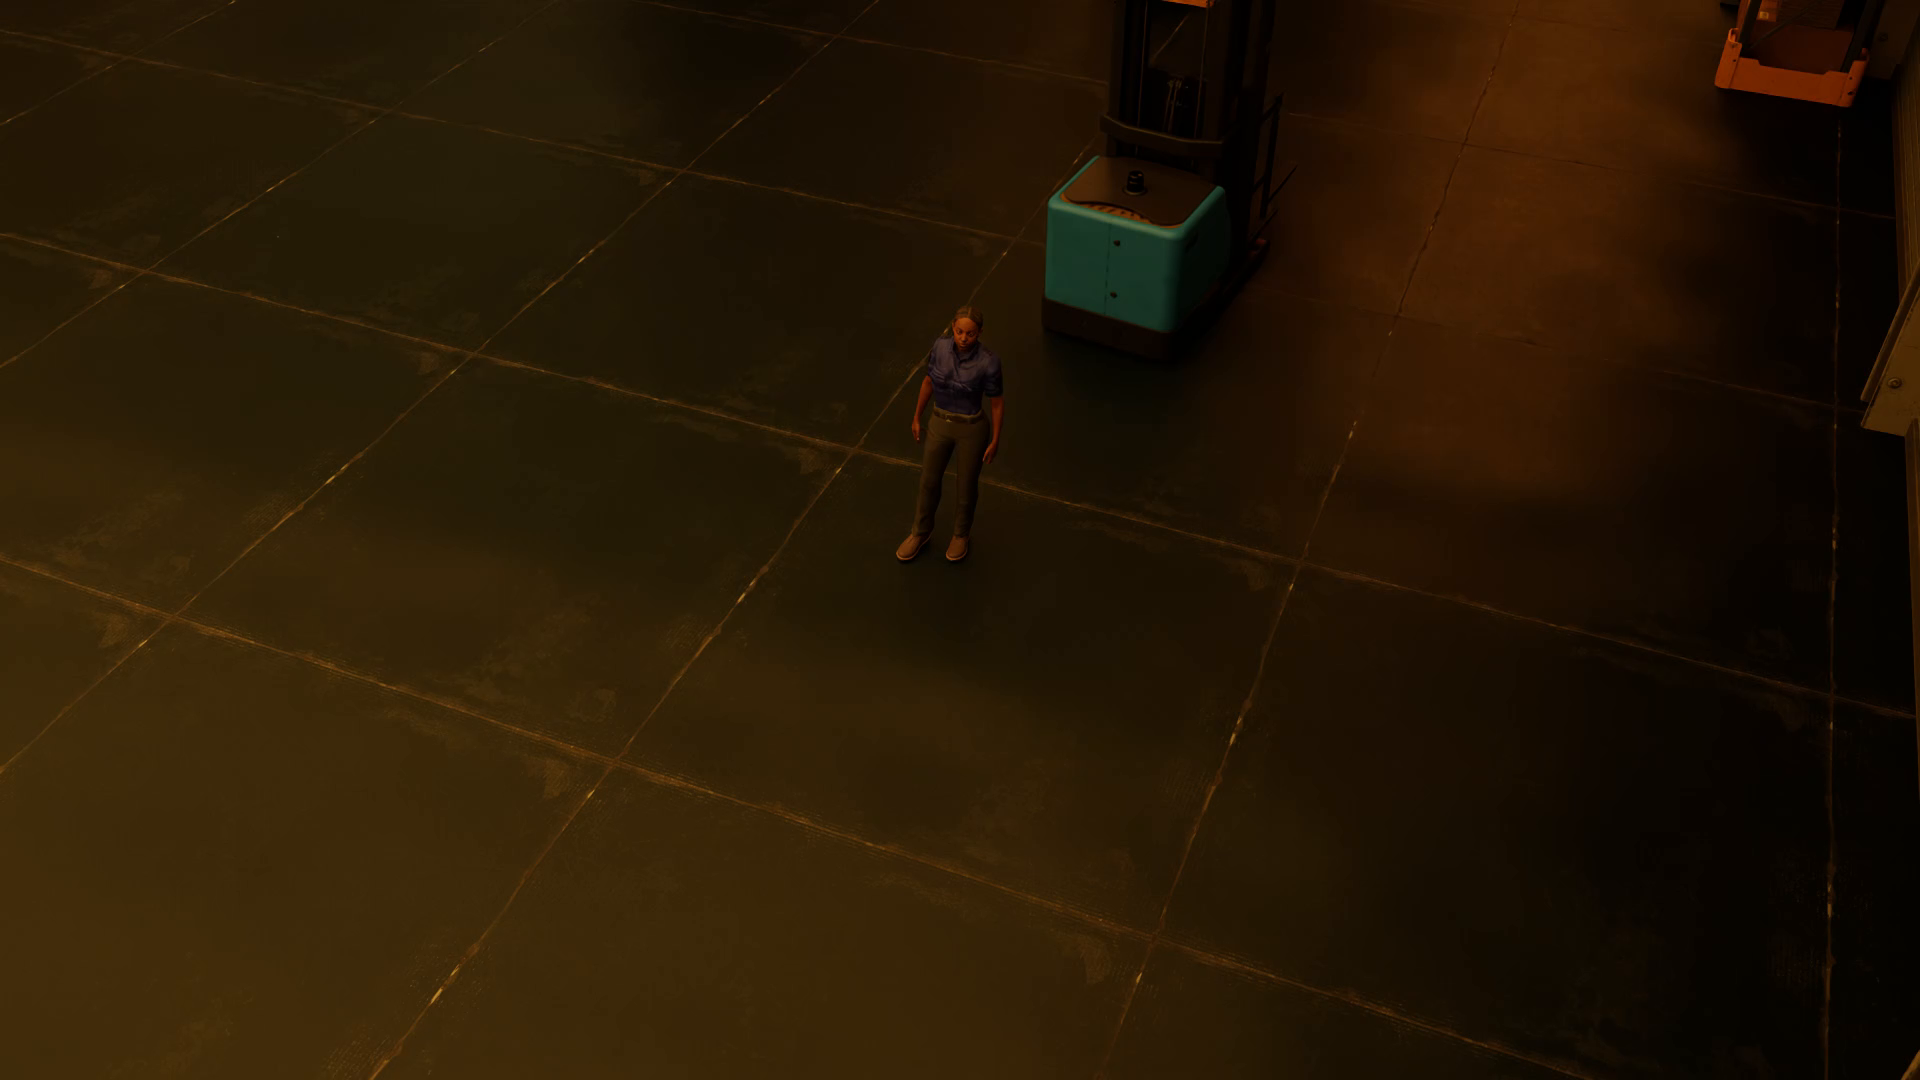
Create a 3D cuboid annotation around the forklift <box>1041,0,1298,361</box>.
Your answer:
[{"bbox_3d":[1.745,-3.311,11.961,1.130,2.935,3.031,20,44,22],"label":"forklift"}]

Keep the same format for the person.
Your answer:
[{"bbox_3d":[-0.052,-0.593,9.697,0.569,1.656,0.503,15,42,17],"label":"person"}]
